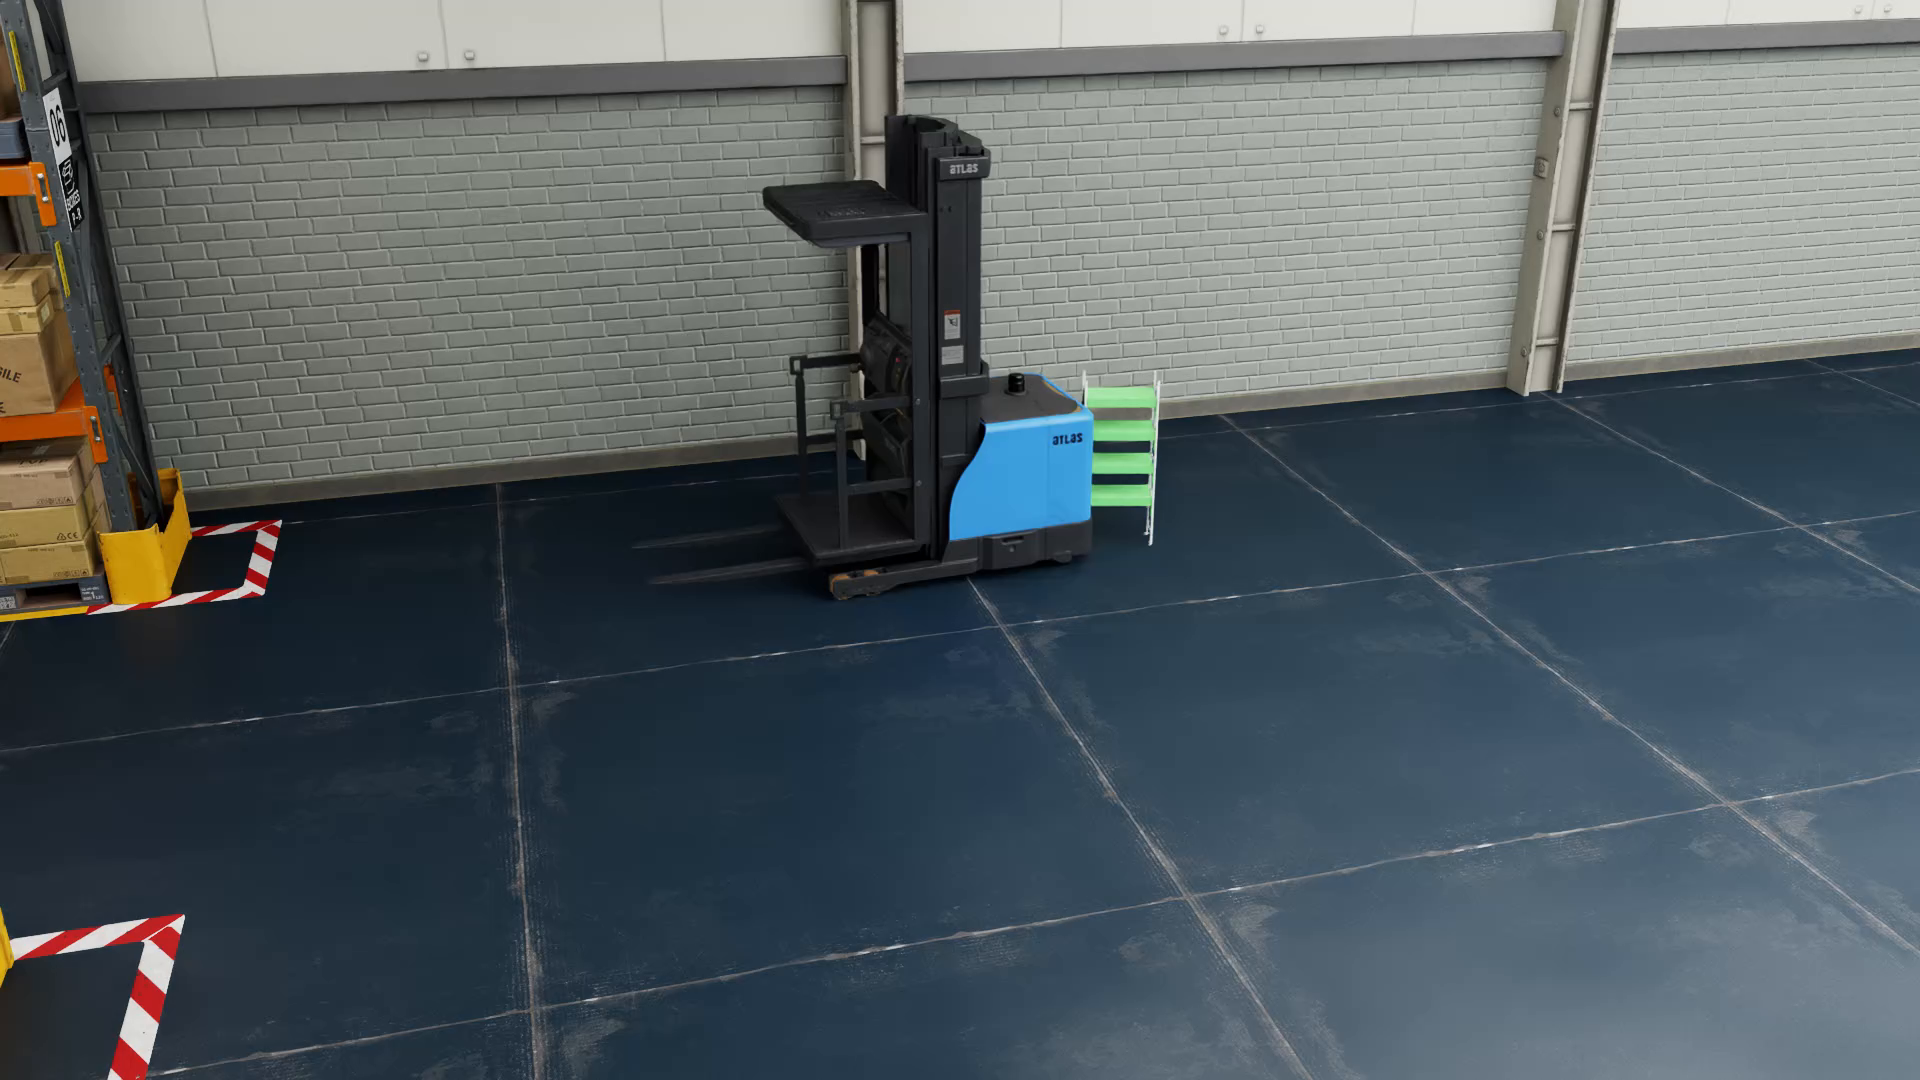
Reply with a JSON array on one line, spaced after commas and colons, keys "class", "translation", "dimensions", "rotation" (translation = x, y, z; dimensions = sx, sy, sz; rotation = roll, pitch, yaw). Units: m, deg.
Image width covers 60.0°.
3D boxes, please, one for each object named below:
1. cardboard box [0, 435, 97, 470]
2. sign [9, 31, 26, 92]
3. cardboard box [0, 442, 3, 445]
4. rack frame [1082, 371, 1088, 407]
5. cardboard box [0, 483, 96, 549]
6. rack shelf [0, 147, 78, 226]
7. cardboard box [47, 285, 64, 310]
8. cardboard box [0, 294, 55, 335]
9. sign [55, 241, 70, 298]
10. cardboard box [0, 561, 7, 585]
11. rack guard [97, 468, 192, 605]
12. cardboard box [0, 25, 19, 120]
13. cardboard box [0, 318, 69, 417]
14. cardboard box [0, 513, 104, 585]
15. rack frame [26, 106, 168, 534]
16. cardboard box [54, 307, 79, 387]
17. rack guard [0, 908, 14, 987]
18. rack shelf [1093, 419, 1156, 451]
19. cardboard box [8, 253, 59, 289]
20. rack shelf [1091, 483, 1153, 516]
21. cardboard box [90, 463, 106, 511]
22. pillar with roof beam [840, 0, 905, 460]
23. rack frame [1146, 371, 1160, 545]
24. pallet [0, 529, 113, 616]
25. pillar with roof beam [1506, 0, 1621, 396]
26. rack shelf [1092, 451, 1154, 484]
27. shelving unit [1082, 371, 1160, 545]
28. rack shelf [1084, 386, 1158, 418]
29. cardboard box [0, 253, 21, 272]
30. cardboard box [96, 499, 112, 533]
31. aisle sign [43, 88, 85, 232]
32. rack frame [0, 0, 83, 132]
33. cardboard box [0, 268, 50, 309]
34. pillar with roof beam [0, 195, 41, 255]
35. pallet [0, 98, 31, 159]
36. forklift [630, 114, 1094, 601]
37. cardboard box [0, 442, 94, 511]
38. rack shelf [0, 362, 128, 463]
[{"class": "cardboard box", "translation": [-6.017, -0.596, 11.021], "dimensions": [0.500, 0.250, 0.500], "rotation": [-7, 24, -15]}, {"class": "sign", "translation": [-5.370, -2.728, 9.477], "dimensions": [0.005, 0.325, 0.100], "rotation": [-6, 24, -14]}, {"class": "cardboard box", "translation": [-6.497, -0.541, 10.894], "dimensions": [0.500, 0.250, 0.500], "rotation": [-6, 24, -14]}, {"class": "rack frame", "translation": [0.853, -0.564, 11.544], "dimensions": [0.015, 1.200, 0.240], "rotation": [0, 23, 0]}, {"class": "cardboard box", "translation": [-5.888, -0.175, 10.674], "dimensions": [0.500, 0.250, 0.500], "rotation": [-7, 24, -15]}, {"class": "rack shelf", "translation": [-7.429, -2.021, 9.765], "dimensions": [4.000, 0.370, 1.077], "rotation": [-6, 24, -14]}, {"class": "cardboard box", "translation": [-5.900, -1.593, 10.708], "dimensions": [0.250, 0.149, 0.380], "rotation": [-7, 24, -16]}, {"class": "cardboard box", "translation": [-5.761, -1.387, 10.229], "dimensions": [0.250, 0.149, 0.380], "rotation": [-6, 24, -14]}, {"class": "sign", "translation": [-5.370, -1.620, 9.952], "dimensions": [0.005, 0.325, 0.100], "rotation": [-6, 24, -14]}, {"class": "cardboard box", "translation": [-6.352, 0.104, 10.659], "dimensions": [0.500, 0.250, 0.500], "rotation": [-6, 24, -14]}, {"class": "rack guard", "translation": [-5.480, -0.040, 11.210], "dimensions": [0.348, 0.500, 1.175], "rotation": [-6, 24, -14]}, {"class": "cardboard box", "translation": [-5.864, -2.710, 9.671], "dimensions": [0.500, 0.500, 0.500], "rotation": [-6, 24, -13]}, {"class": "cardboard box", "translation": [-5.906, -1.080, 10.336], "dimensions": [0.500, 0.500, 0.500], "rotation": [-7, 24, -16]}, {"class": "cardboard box", "translation": [-5.870, 0.054, 10.774], "dimensions": [0.500, 0.250, 0.500], "rotation": [-6, 24, -14]}, {"class": "rack frame", "translation": [-5.503, -1.186, 10.711], "dimensions": [0.127, 3.000, 1.000], "rotation": [-6, 24, -14]}, {"class": "cardboard box", "translation": [-6.055, -1.285, 10.814], "dimensions": [0.500, 0.500, 0.500], "rotation": [-6, 24, -13]}, {"class": "rack guard", "translation": [-4.232, 1.855, 6.794], "dimensions": [0.348, 0.500, 1.175], "rotation": [-6, 24, -14]}, {"class": "rack shelf", "translation": [1.097, -0.726, 11.474], "dimensions": [0.480, 0.148, 0.258], "rotation": [0, 23, 0]}, {"class": "cardboard box", "translation": [-5.884, -1.712, 10.610], "dimensions": [0.250, 0.149, 0.380], "rotation": [-7, 24, -15]}, {"class": "rack shelf", "translation": [1.097, -0.285, 11.663], "dimensions": [0.480, 0.148, 0.258], "rotation": [0, 23, 0]}, {"class": "cardboard box", "translation": [-6.012, -0.374, 11.139], "dimensions": [0.500, 0.250, 0.500], "rotation": [-6, 24, -13]}, {"class": "pillar with roof beam", "translation": [0.523, -3.216, 7.833], "dimensions": [0.400, 9.000, 9.100], "rotation": [-6, 24, -14]}, {"class": "rack frame", "translation": [1.341, -0.564, 11.543], "dimensions": [0.015, 1.200, 0.240], "rotation": [0, 23, 0]}, {"class": "pallet", "translation": [-6.228, 0.192, 11.034], "dimensions": [1.213, 0.211, 1.003], "rotation": [-6, 24, -14]}, {"class": "pillar with roof beam", "translation": [6.300, -3.855, 9.322], "dimensions": [0.400, 9.000, 9.100], "rotation": [-6, 24, -14]}, {"class": "rack shelf", "translation": [1.097, -0.505, 11.568], "dimensions": [0.480, 0.148, 0.258], "rotation": [0, 23, 0]}, {"class": "shelving unit", "translation": [1.097, -0.564, 11.543], "dimensions": [0.503, 1.200, 0.258], "rotation": [0, 23, 0]}, {"class": "rack shelf", "translation": [1.097, -0.947, 11.379], "dimensions": [0.480, 0.148, 0.258], "rotation": [0, 23, 0]}, {"class": "cardboard box", "translation": [-6.157, -1.708, 10.599], "dimensions": [0.250, 0.149, 0.380], "rotation": [-5, 24, -13]}, {"class": "cardboard box", "translation": [-6.029, -0.138, 11.221], "dimensions": [0.500, 0.250, 0.500], "rotation": [-6, 24, -14]}, {"class": "aisle sign", "translation": [-5.361, -2.276, 9.955], "dimensions": [0.004, 0.787, 0.394], "rotation": [-6, 24, -14]}, {"class": "rack frame", "translation": [-5.503, -3.943, 9.528], "dimensions": [0.127, 3.000, 1.000], "rotation": [-6, 24, -14]}, {"class": "cardboard box", "translation": [-5.791, -1.549, 10.229], "dimensions": [0.250, 0.149, 0.380], "rotation": [-6, 24, -14]}, {"class": "pillar with roof beam", "translation": [-5.254, -2.577, 6.343], "dimensions": [0.400, 9.000, 9.100], "rotation": [-6, 24, -14]}, {"class": "pallet", "translation": [-6.191, -2.459, 9.984], "dimensions": [1.213, 0.211, 1.003], "rotation": [-6, 24, -14]}, {"class": "forklift", "translation": [-0.669, -1.187, 10.800], "dimensions": [3.031, 2.935, 1.130], "rotation": [-8, 25, -18]}, {"class": "cardboard box", "translation": [-5.862, -0.408, 10.583], "dimensions": [0.500, 0.250, 0.500], "rotation": [-5, 24, -13]}, {"class": "rack shelf", "translation": [-7.429, -0.643, 10.356], "dimensions": [4.000, 0.370, 1.077], "rotation": [-6, 24, -14]}]
